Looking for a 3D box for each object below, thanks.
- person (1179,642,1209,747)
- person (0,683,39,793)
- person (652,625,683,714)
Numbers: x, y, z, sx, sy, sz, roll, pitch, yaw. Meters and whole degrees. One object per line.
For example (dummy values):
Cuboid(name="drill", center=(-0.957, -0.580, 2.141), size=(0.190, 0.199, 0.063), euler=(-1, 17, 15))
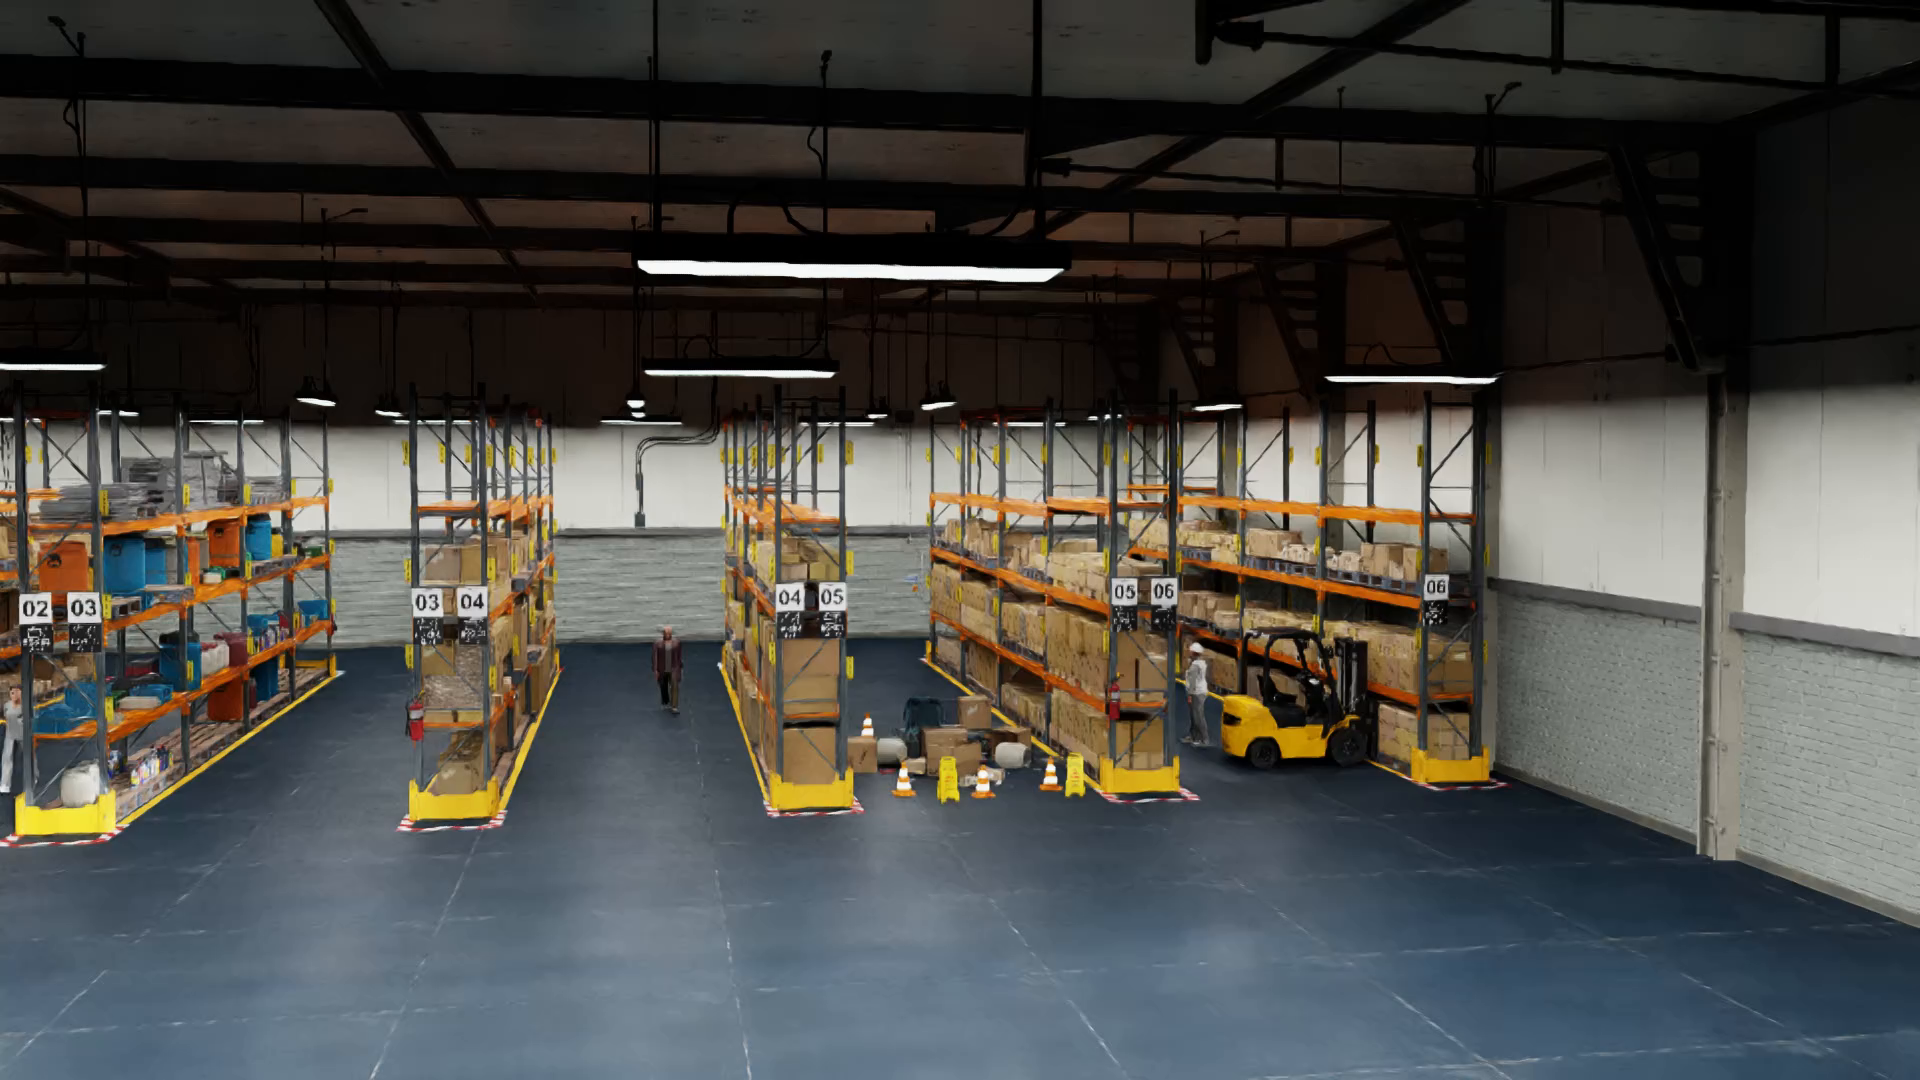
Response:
Cuboid(name="person", center=(4.044, 2.645, 28.682), size=(0.570, 1.763, 0.626), euler=(1, 3, 20))
Cuboid(name="person", center=(-14.065, 2.928, 24.874), size=(0.445, 1.591, 1.110), euler=(-1, 3, -13))
Cuboid(name="person", center=(-5.679, 2.498, 32.278), size=(0.598, 1.698, 1.193), euler=(0, 3, -9))
